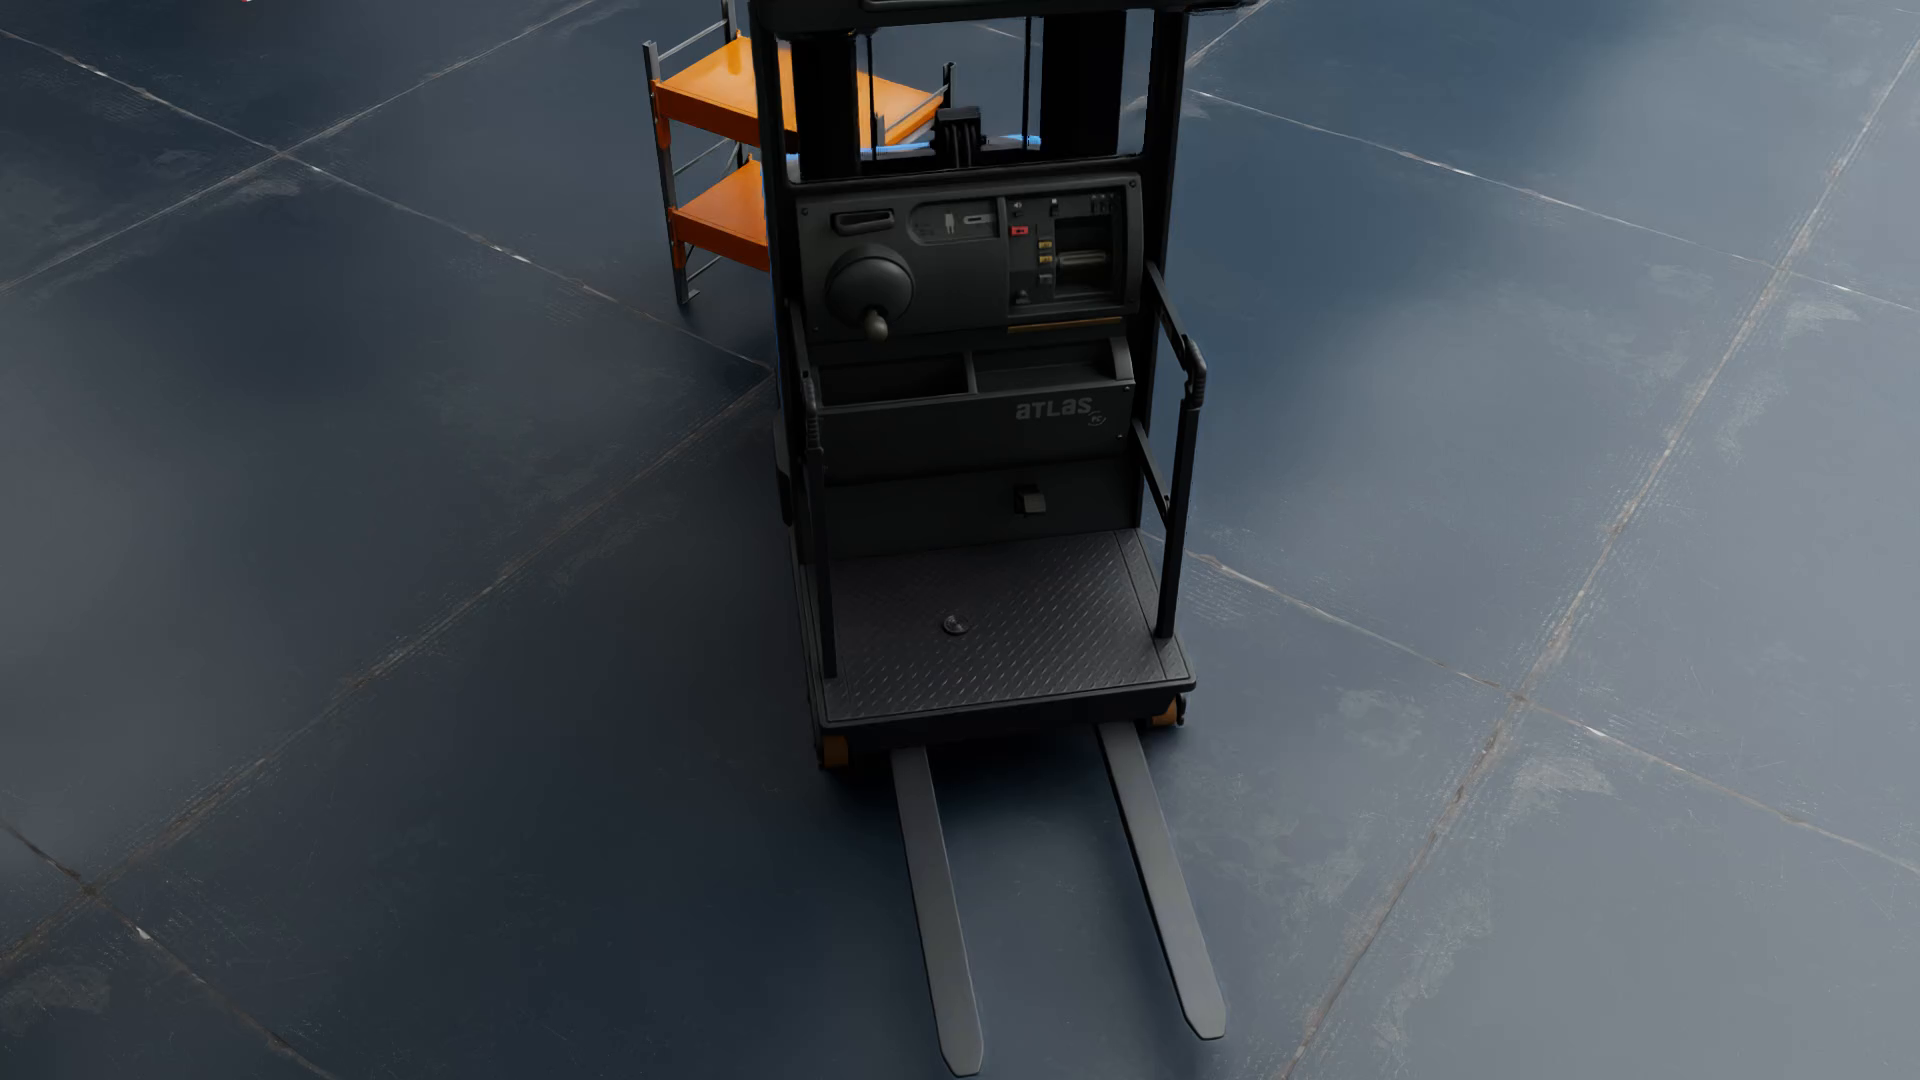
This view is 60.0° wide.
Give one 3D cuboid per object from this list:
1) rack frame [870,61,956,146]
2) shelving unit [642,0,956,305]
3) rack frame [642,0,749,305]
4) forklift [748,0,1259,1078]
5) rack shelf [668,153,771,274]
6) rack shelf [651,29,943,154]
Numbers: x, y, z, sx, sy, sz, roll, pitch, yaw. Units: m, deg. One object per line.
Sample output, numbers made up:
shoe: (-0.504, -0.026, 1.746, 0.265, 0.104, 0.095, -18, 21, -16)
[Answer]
rack frame: (-0.161, -1.162, 6.203, 0.032, 1.125, 0.500, 23, 47, 24)
shelving unit: (-0.588, -1.346, 6.407, 1.048, 1.125, 0.538, 23, 47, 24)
rack frame: (-1.016, -1.529, 6.612, 0.032, 1.125, 0.500, 23, 47, 24)
forklift: (0.070, -0.673, 4.302, 1.130, 2.935, 3.031, -6, 42, -7)
rack shelf: (-0.588, -1.164, 6.571, 1.000, 0.278, 0.538, 23, 47, 24)
rack shelf: (-0.588, -1.564, 6.212, 1.000, 0.278, 0.538, 23, 47, 24)
